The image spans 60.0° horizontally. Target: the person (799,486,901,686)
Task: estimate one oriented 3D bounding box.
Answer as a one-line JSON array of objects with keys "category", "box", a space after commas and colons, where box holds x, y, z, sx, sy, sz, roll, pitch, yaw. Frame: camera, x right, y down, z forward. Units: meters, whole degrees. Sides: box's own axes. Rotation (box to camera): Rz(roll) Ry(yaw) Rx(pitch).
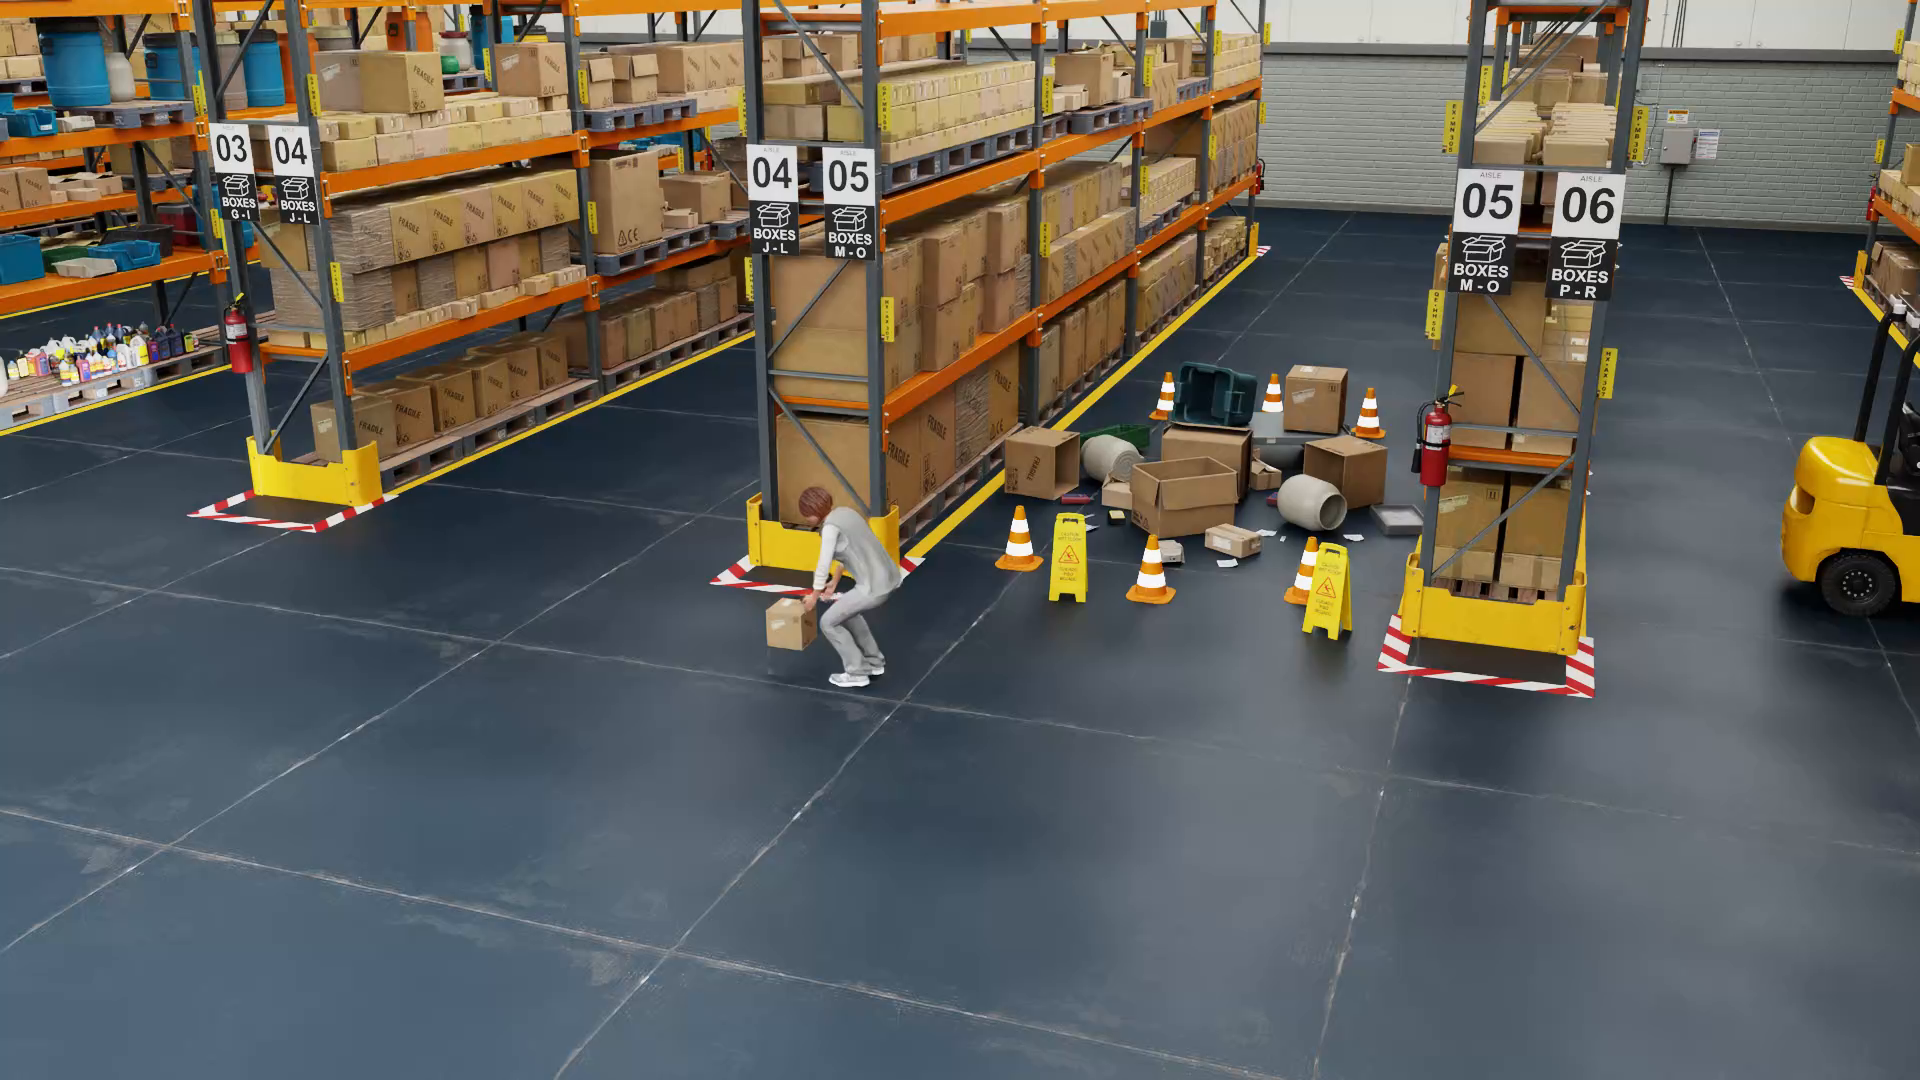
[{"category": "person", "box": [-0.713, 0.311, 10.666, 0.654, 1.284, 0.463, 7, 20, 18]}]
